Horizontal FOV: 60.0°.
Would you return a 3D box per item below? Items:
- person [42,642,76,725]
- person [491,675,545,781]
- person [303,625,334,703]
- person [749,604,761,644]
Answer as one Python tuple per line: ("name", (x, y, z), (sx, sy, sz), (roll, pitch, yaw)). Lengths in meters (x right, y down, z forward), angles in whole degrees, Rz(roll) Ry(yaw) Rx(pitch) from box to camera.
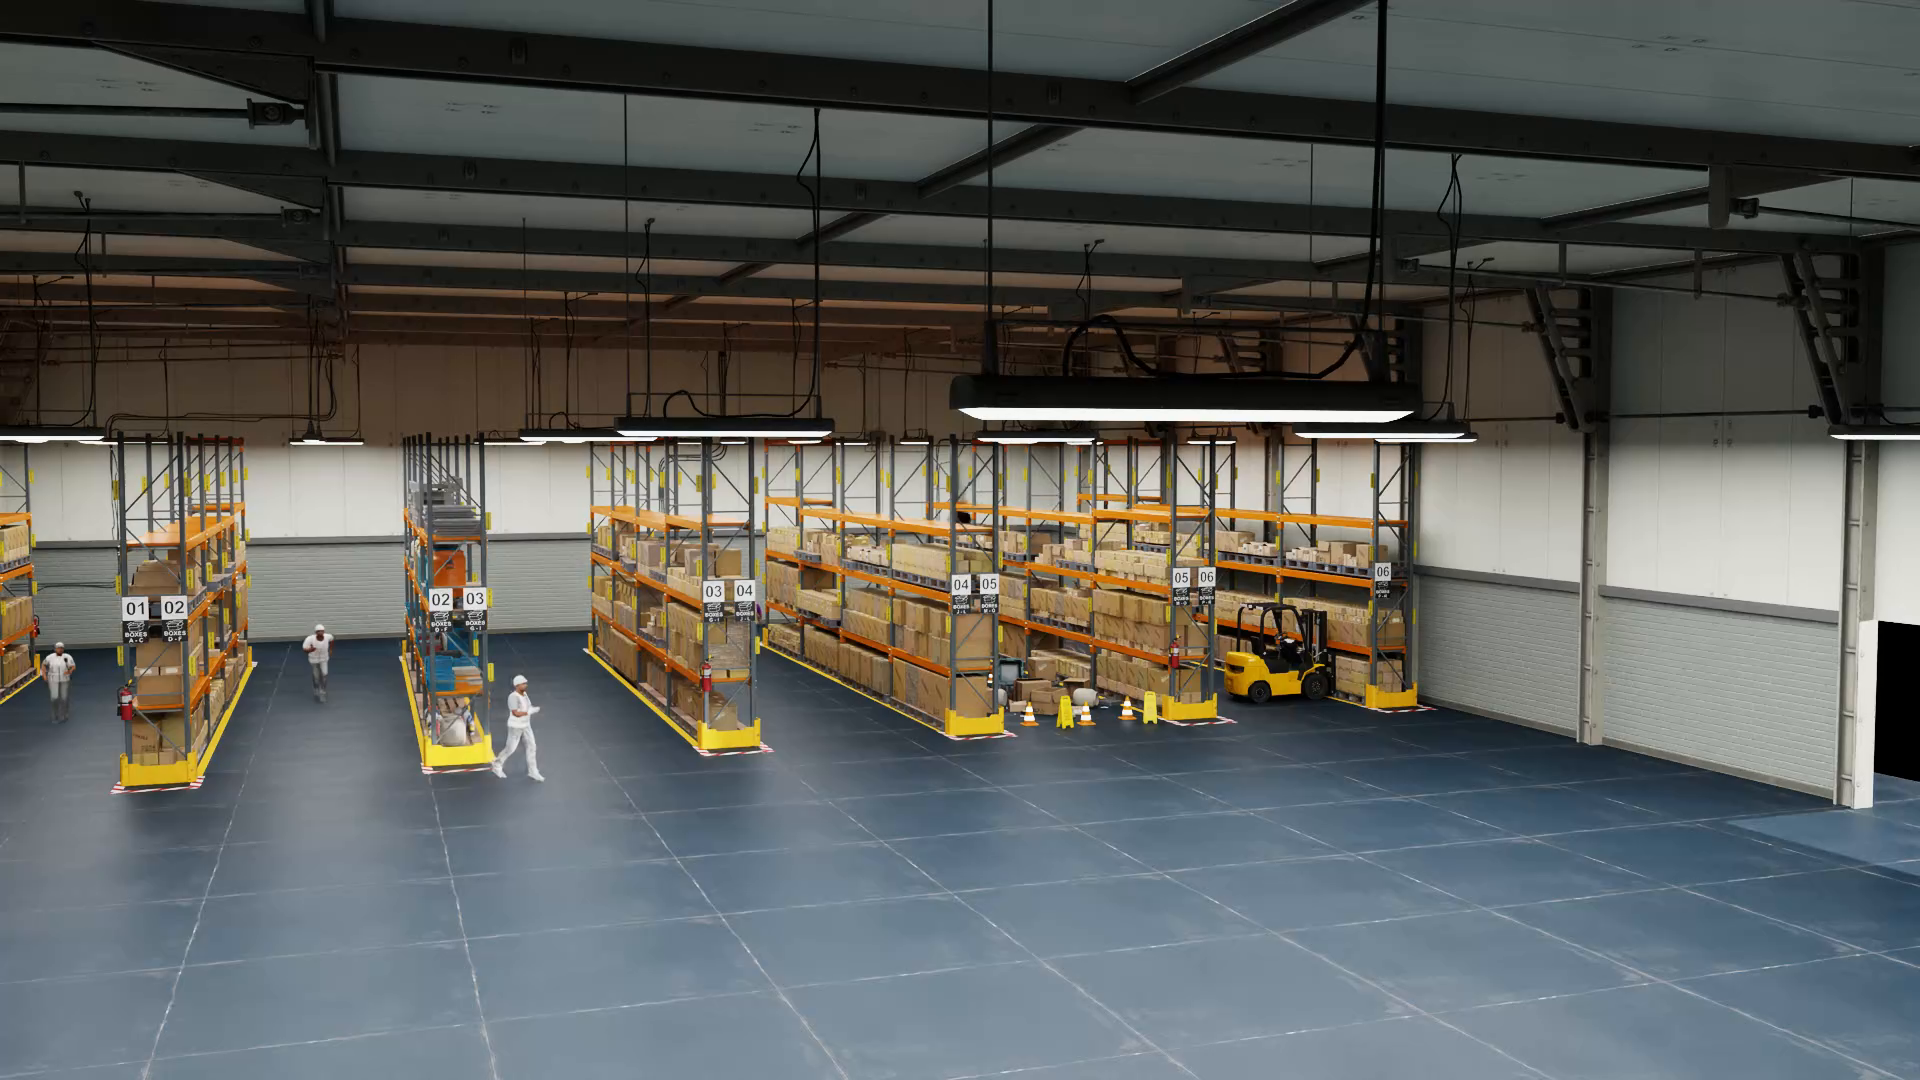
("person", (-18.767, 2.990, 34.662), (0.614, 1.733, 0.718), (-2, 4, -32))
("person", (-7.584, 3.168, 28.505), (0.873, 1.700, 0.672), (1, 3, 11))
("person", (-14.533, 2.779, 37.669), (0.685, 1.779, 0.947), (-1, 3, -25))
("person", (-5.793, 2.323, 45.864), (0.697, 1.717, 0.609), (-1, 3, -20))
